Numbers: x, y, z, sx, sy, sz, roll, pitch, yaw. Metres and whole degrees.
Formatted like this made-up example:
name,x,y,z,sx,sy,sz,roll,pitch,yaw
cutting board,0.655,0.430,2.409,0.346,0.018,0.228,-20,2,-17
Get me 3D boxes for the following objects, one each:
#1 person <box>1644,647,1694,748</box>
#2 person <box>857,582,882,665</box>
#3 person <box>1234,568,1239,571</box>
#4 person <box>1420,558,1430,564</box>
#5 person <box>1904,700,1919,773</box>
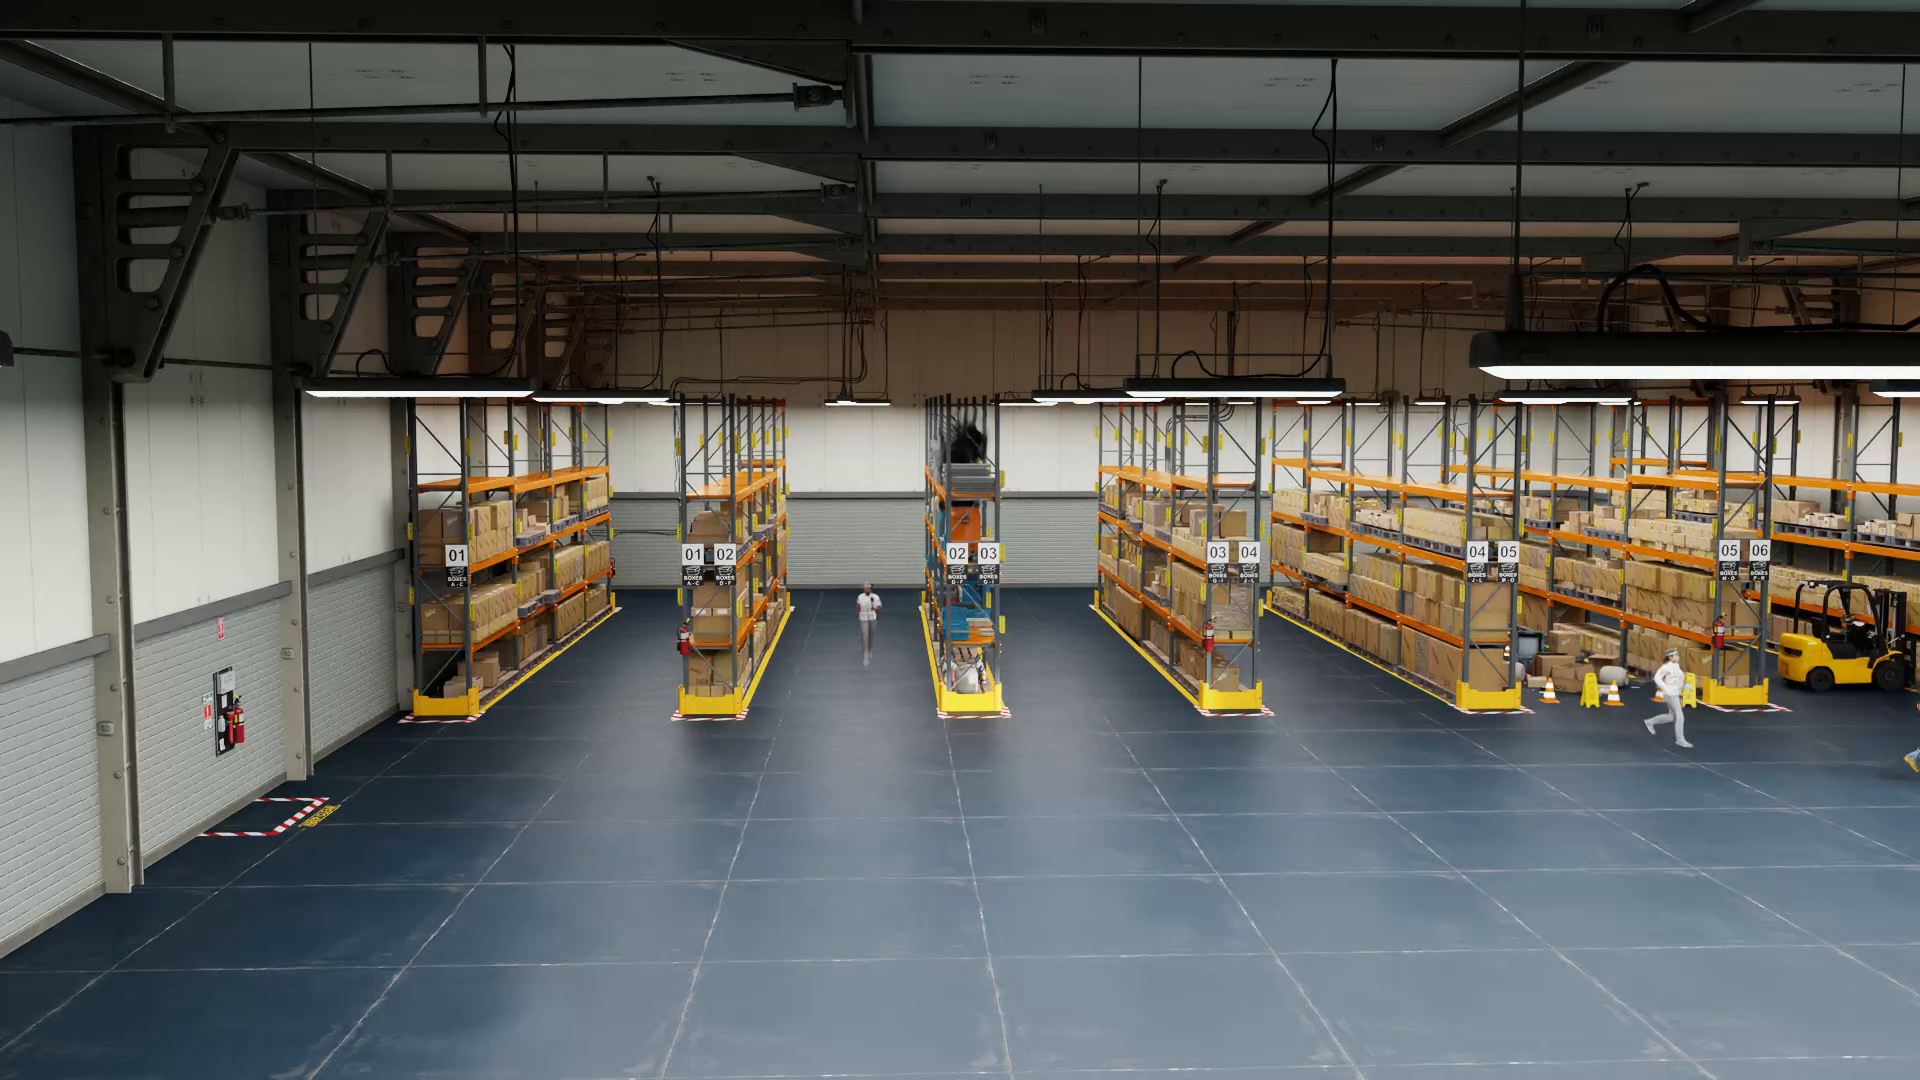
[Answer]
name,x,y,z,sx,sy,sz,roll,pitch,yaw
person,12.089,2.657,28.345,0.843,1.696,0.618,4,6,42
person,-1.959,1.765,35.816,0.531,1.766,0.766,0,5,-4
person,7.717,1.299,45.550,0.575,1.645,0.840,0,5,-2
person,13.829,1.006,49.421,0.645,1.625,0.663,1,5,11
person,14.951,2.835,25.414,0.933,1.747,0.713,4,6,42
